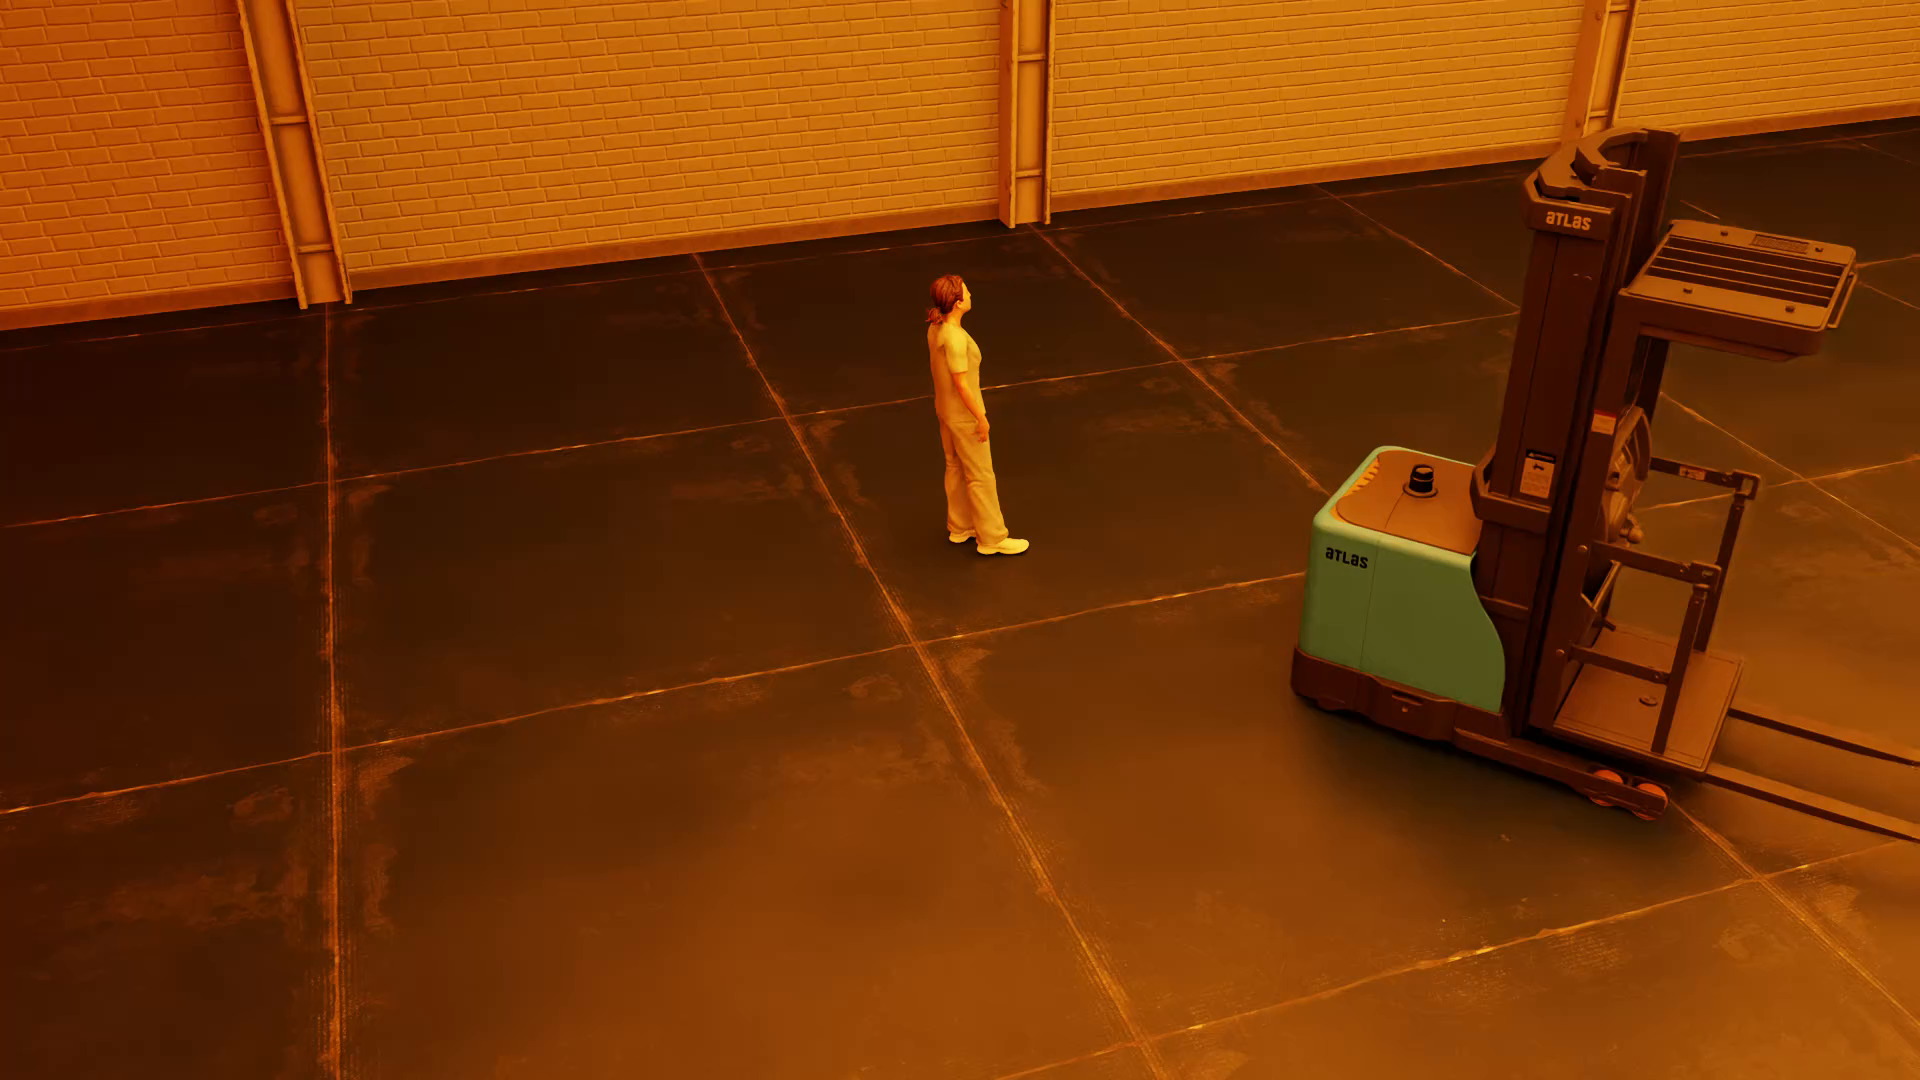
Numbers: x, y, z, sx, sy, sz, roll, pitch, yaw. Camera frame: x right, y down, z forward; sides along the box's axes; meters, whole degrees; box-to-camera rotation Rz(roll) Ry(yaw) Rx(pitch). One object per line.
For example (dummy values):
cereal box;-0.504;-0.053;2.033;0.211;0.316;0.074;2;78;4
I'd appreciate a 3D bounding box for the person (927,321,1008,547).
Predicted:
person;0.030;-0.655;9.652;0.395;1.360;0.519;-10;31;-16

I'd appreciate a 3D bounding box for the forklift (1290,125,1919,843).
forklift;3.230;-0.268;7.553;3.031;2.935;1.130;17;34;27
